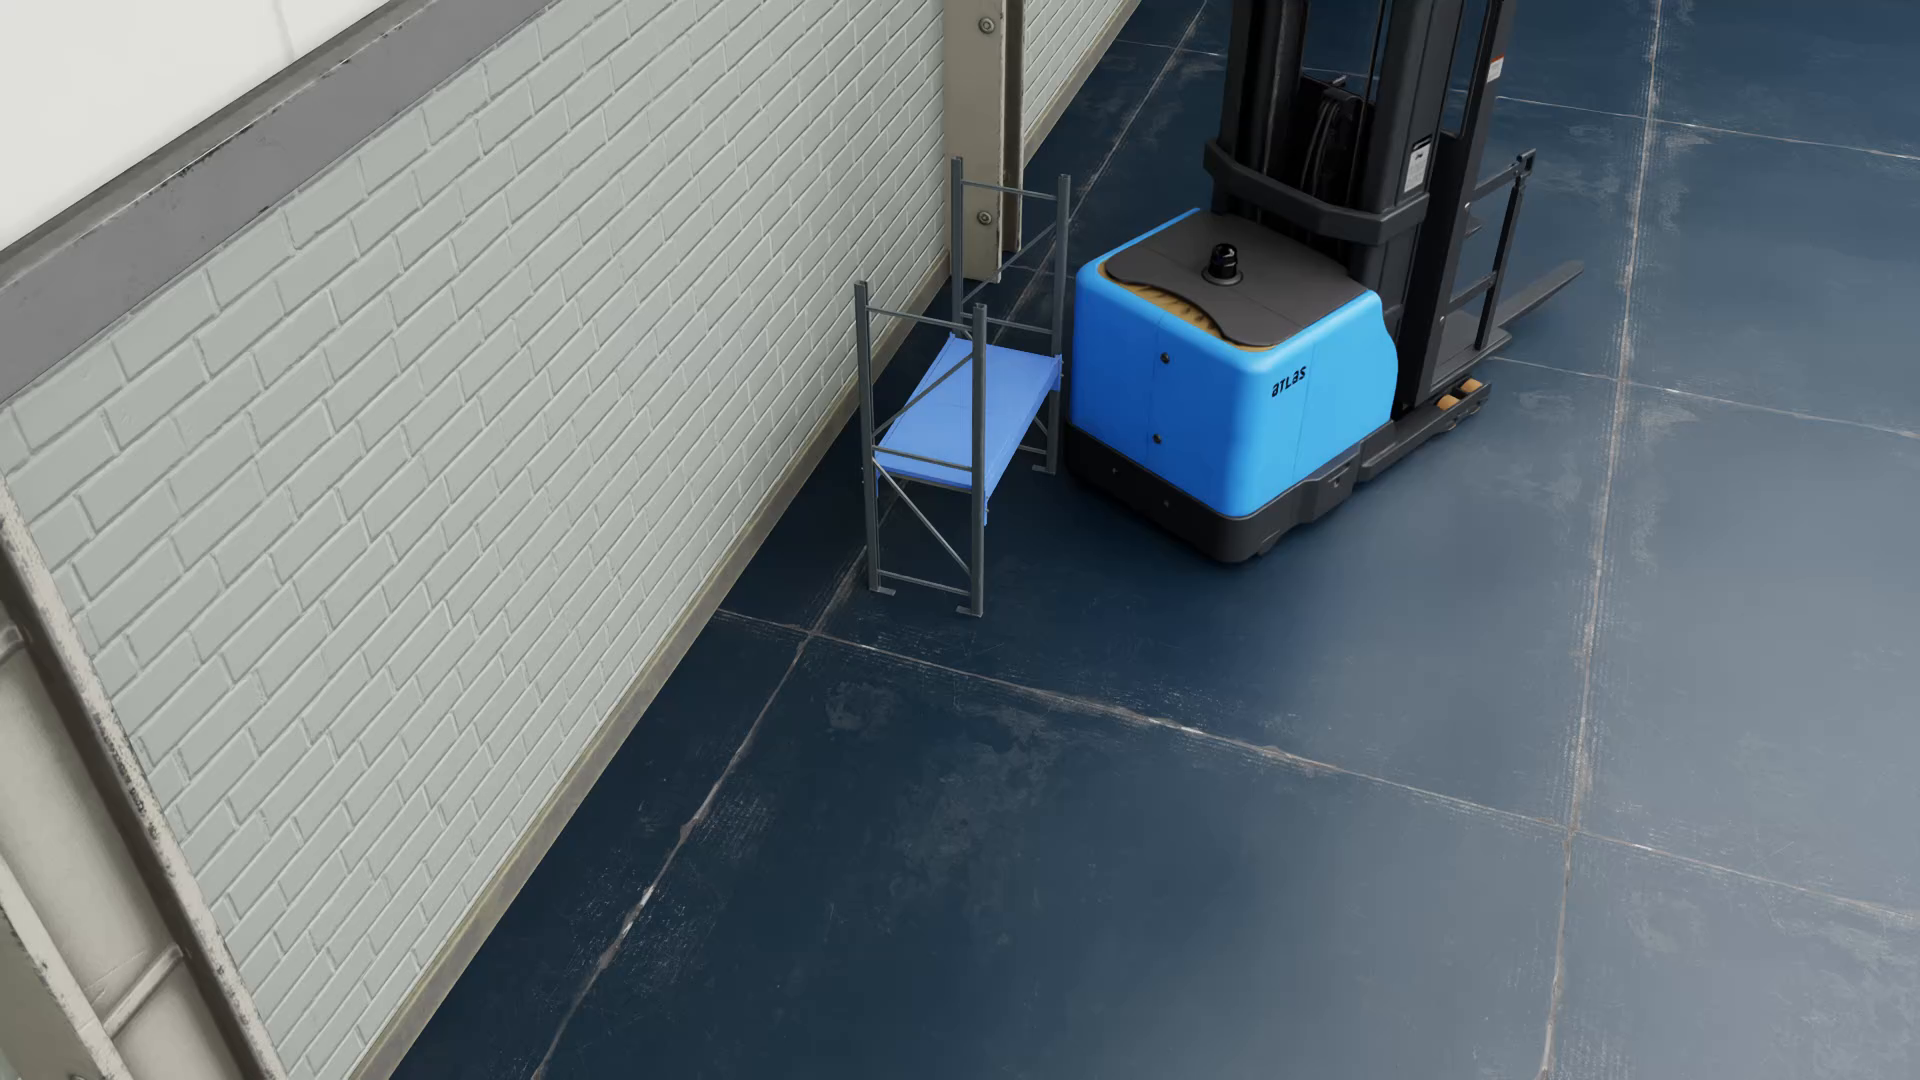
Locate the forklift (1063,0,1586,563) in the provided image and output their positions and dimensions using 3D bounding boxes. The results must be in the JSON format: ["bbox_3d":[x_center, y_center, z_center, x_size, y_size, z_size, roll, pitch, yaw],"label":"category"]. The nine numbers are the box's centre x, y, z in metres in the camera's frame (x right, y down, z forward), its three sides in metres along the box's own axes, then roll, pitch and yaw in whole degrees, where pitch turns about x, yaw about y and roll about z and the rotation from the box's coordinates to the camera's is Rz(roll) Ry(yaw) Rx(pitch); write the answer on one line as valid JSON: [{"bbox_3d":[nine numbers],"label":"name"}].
[{"bbox_3d":[1.892,-1.854,7.165,3.031,2.935,1.130,-31,49,-31],"label":"forklift"}]

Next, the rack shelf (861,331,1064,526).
[{"bbox_3d":[0.029,-0.486,6.941,0.538,0.185,1.000,13,42,15],"label":"rack shelf"}]

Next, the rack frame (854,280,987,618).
[{"bbox_3d":[-0.145,-0.313,6.461,0.500,1.500,0.032,13,42,15],"label":"rack frame"}]

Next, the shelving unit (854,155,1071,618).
[{"bbox_3d":[0.029,-0.623,6.824,0.538,1.500,1.048,13,42,15],"label":"shelving unit"}]

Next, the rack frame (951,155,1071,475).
[{"bbox_3d":[0.203,-0.933,7.188,0.500,1.500,0.032,13,42,15],"label":"rack frame"}]

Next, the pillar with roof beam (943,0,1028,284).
[{"bbox_3d":[4.170,-3.986,4.989,9.100,9.000,0.400,13,42,15],"label":"pillar with roof beam"}]
